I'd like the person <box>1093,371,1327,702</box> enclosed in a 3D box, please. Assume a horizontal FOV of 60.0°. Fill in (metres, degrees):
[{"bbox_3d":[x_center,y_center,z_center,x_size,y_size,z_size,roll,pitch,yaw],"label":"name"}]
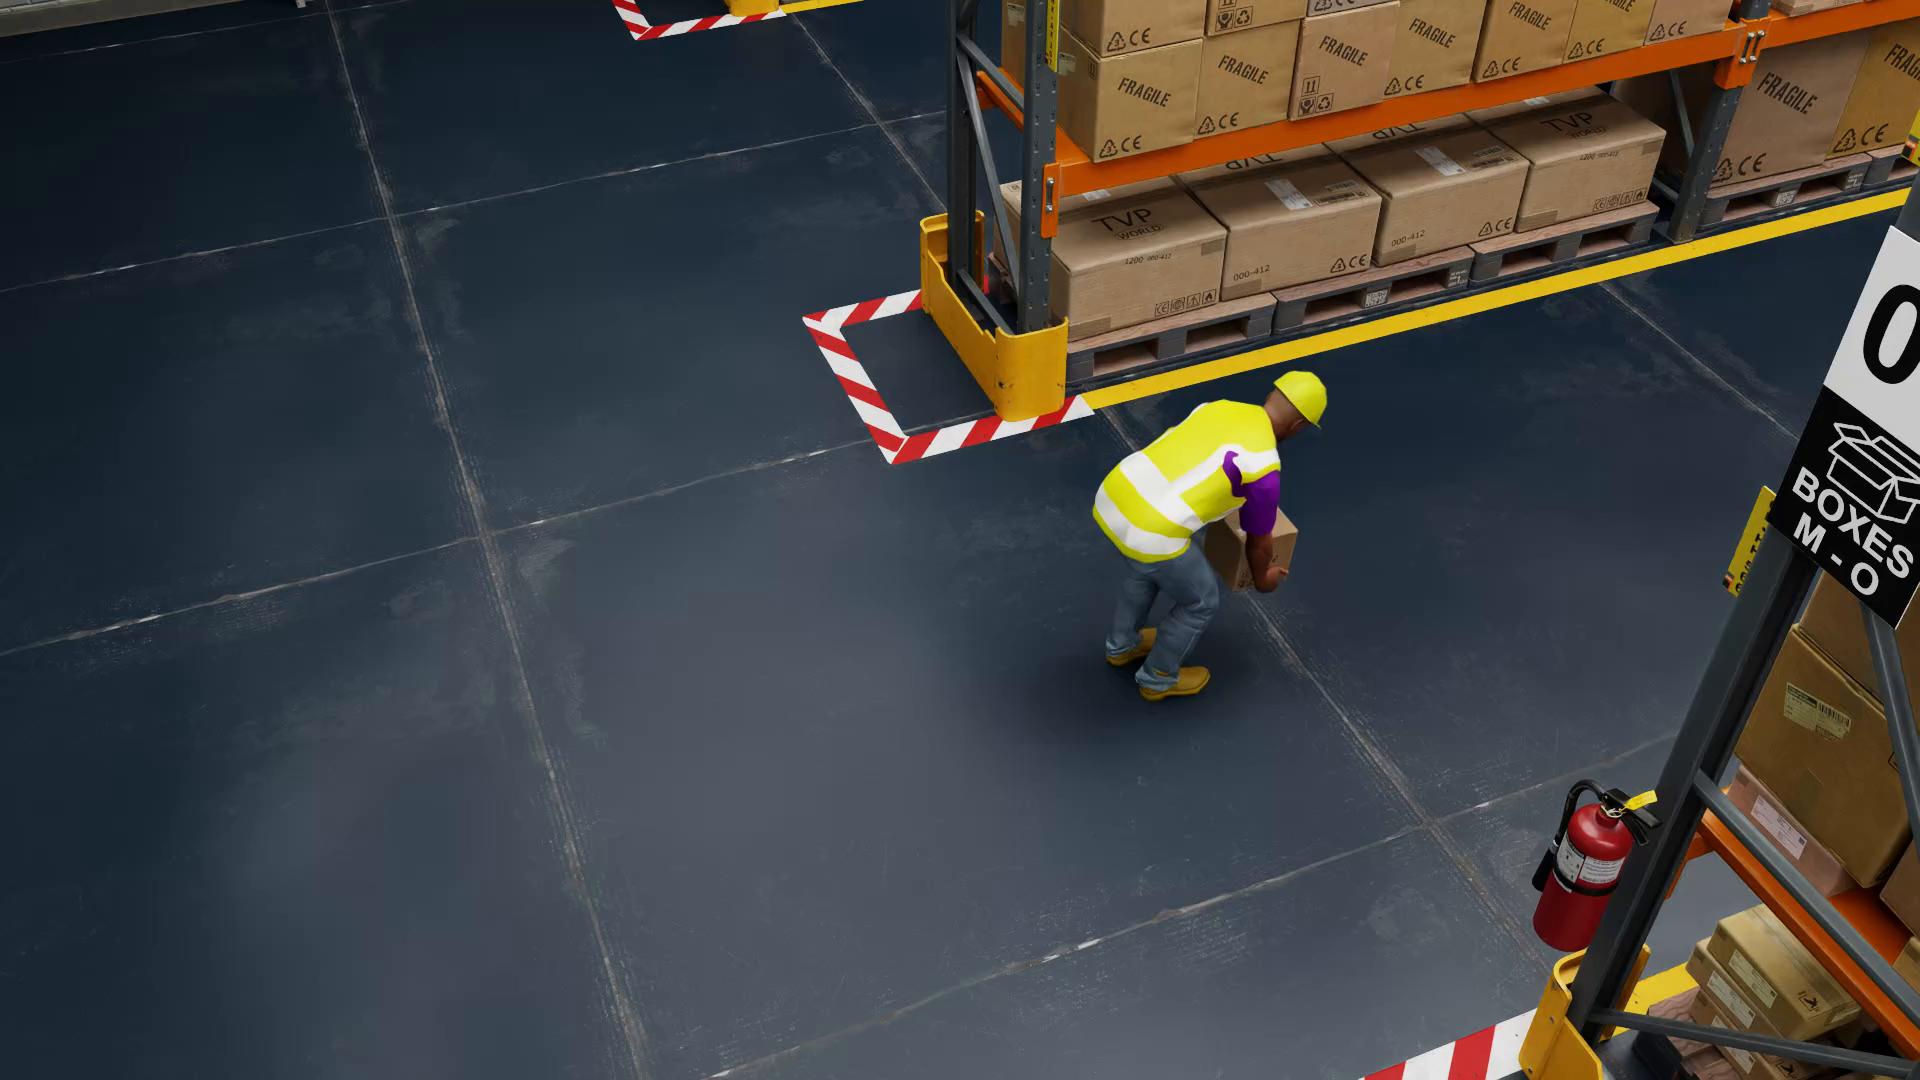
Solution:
[{"bbox_3d":[0.954,-0.017,6.479,0.912,1.342,0.491,-17,44,-18],"label":"person"}]
